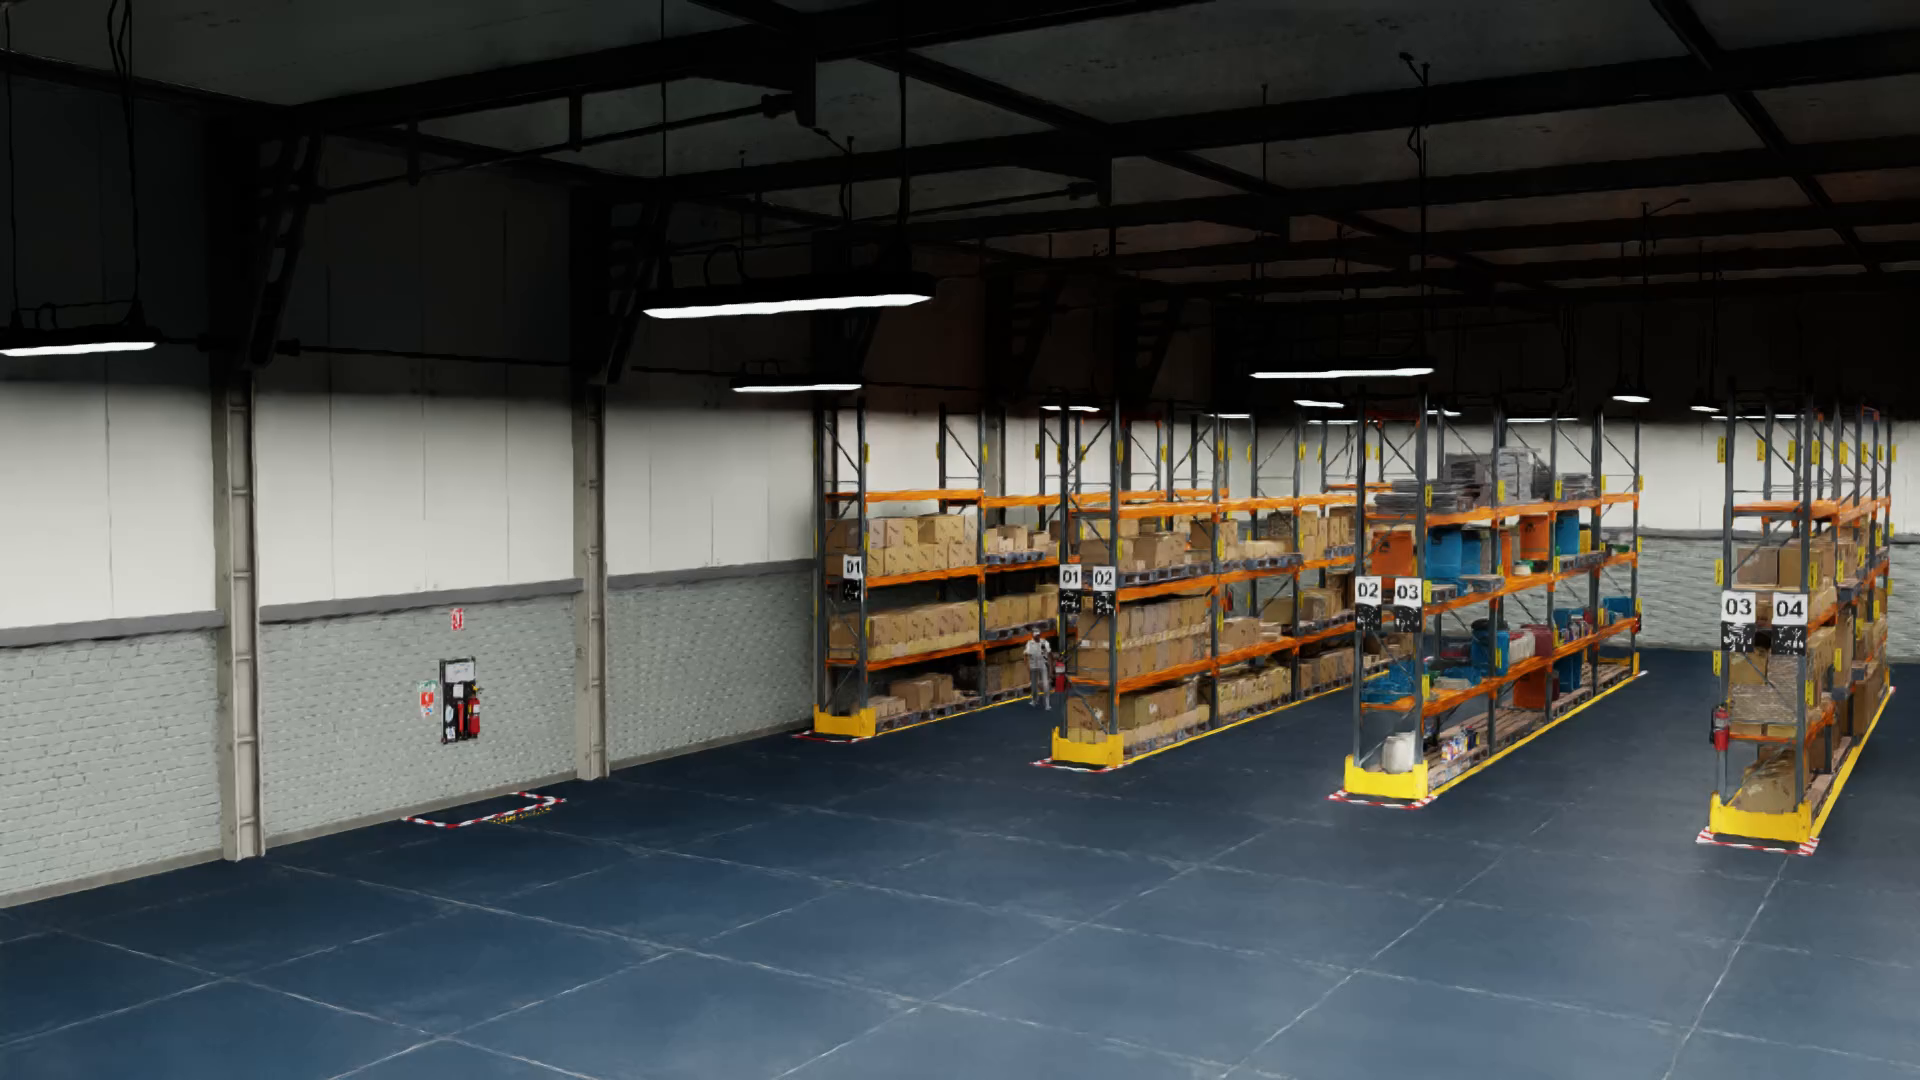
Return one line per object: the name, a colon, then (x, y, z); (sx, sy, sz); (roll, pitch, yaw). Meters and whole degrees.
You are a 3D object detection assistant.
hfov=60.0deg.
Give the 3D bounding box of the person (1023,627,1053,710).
person: (1.564, 2.490, 32.490); (0.621, 1.594, 0.827); (1, 3, 15)
